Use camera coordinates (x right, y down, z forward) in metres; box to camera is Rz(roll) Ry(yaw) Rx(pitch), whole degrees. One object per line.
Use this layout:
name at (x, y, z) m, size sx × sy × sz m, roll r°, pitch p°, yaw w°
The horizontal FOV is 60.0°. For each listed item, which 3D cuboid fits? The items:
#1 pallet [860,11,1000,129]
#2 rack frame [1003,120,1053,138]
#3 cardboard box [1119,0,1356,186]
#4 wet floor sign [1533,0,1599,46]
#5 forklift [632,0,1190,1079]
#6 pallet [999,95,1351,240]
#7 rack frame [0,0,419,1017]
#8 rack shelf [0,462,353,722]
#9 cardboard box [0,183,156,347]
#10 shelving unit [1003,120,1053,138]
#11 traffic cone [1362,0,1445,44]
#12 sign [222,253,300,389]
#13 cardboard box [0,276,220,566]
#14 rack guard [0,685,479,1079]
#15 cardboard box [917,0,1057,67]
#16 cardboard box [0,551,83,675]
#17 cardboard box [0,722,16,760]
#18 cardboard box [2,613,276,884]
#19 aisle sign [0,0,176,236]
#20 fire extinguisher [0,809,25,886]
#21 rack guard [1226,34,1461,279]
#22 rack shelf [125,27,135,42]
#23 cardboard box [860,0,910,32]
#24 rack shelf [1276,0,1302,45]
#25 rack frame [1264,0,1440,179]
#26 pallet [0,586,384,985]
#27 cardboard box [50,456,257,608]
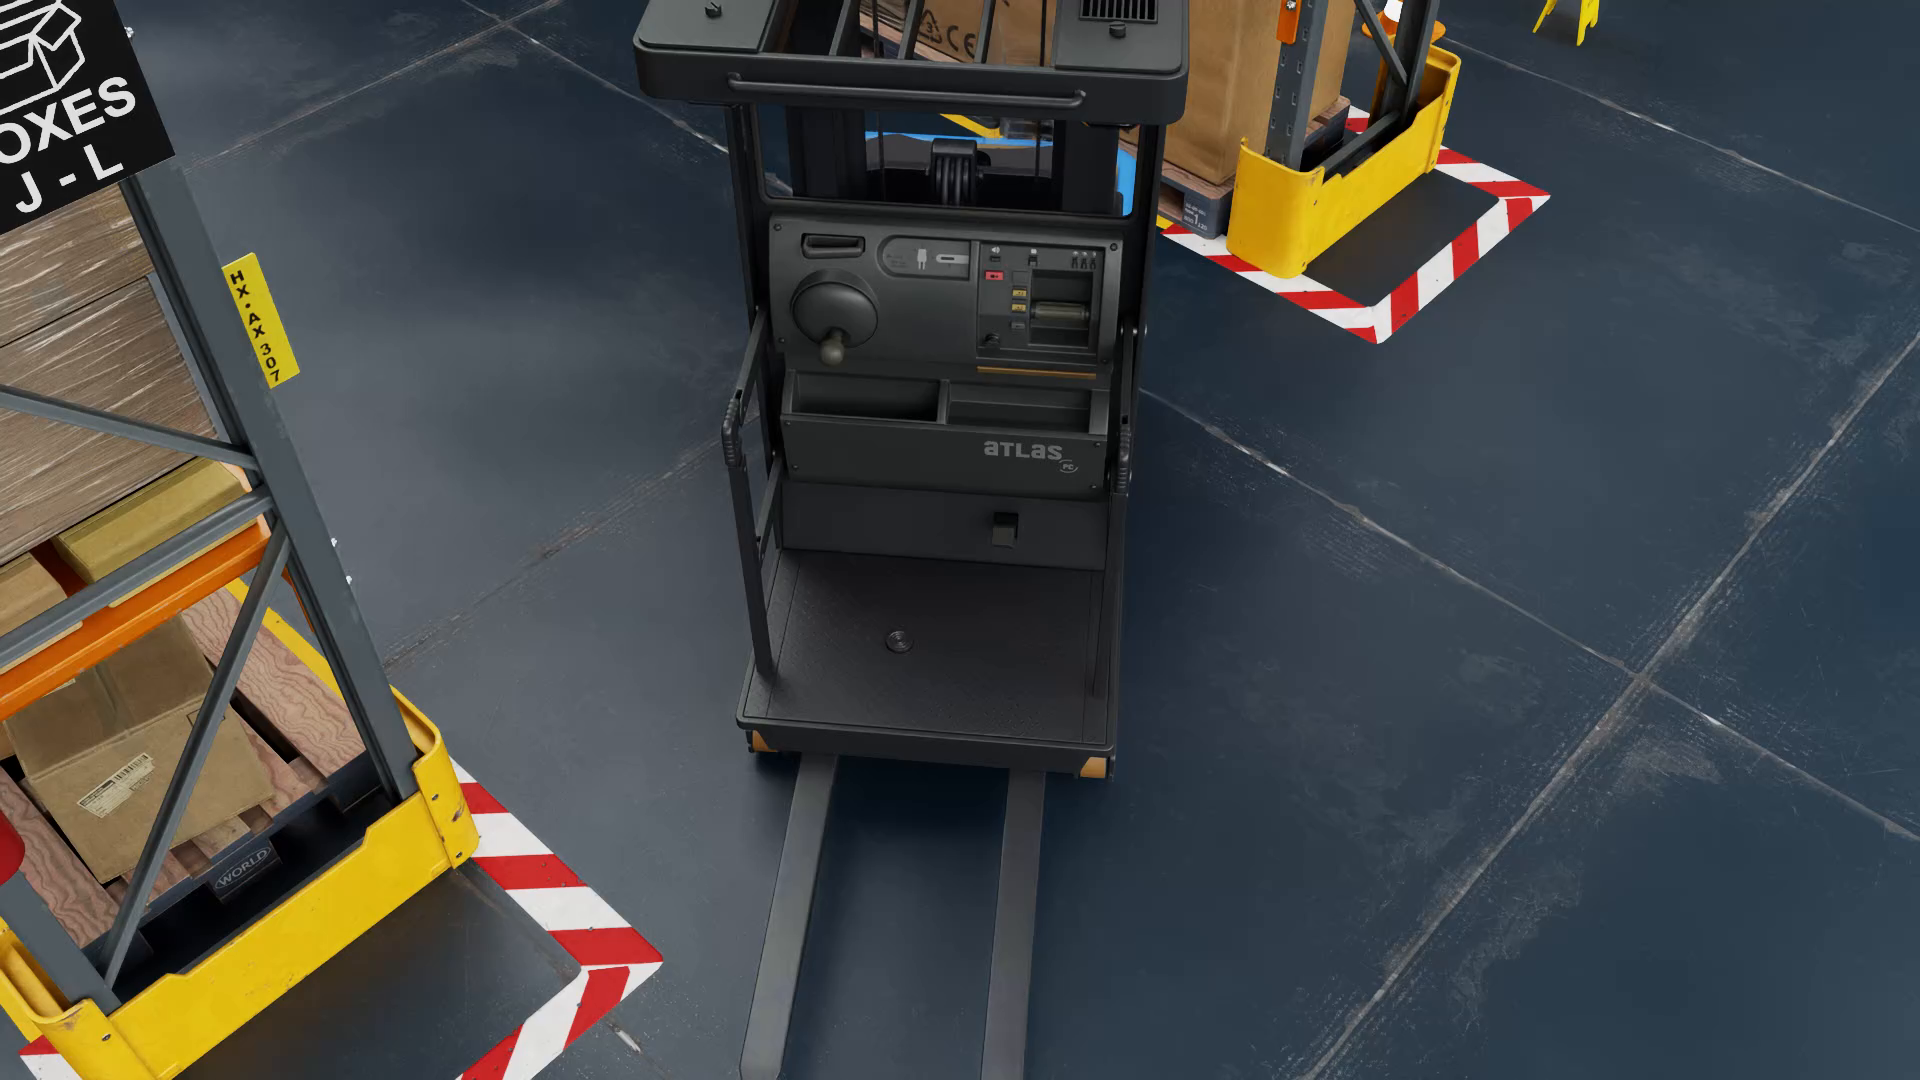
pallet at (0.046, -2.478, 7.932) m, size 1.213 × 0.211 × 1.003 m, roll 34°, pitch 55°, yaw 28°
rack frame at (0.248, -1.385, 6.772) m, size 0.240 × 0.006 × 1.200 m, roll 6°, pitch 45°, yaw 3°
cardboard box at (1.036, -2.192, 6.920) m, size 0.875 × 0.875 × 0.875 m, roll 34°, pitch 56°, yaw 28°
wet floor sign at (2.943, -2.716, 7.858) m, size 0.232 × 0.644 × 0.267 m, roll 25°, pitch 52°, yaw 22°
forklift at (-0.061, -0.546, 4.252) m, size 1.130 × 2.935 × 3.031 m, roll 4°, pitch 47°, yaw 4°
pallet at (0.938, -1.875, 7.366) m, size 1.213 × 0.211 × 1.003 m, roll 34°, pitch 55°, yaw 28°
rack frame at (-1.859, 0.131, 3.569) m, size 0.127 × 3.000 × 1.000 m, roll 34°, pitch 55°, yaw 28°
rack shelf at (-3.329, -0.611, 4.760) m, size 4.000 × 0.370 × 1.077 m, roll 34°, pitch 55°, yaw 28°
cardboard box at (-2.079, -0.765, 3.452) m, size 0.500 × 0.500 × 0.500 m, roll 34°, pitch 55°, yaw 28°
shelving unit at (0.245, -1.320, 6.837) m, size 0.258 × 0.189 × 1.200 m, roll 6°, pitch 45°, yaw 3°
traffic cone at (2.152, -2.631, 7.903) m, size 0.334 × 0.463 × 0.336 m, roll 34°, pitch 55°, yaw 28°
sign at (-1.492, -0.456, 3.527) m, size 0.005 × 0.325 × 0.100 m, roll 34°, pitch 55°, yaw 28°
cardboard box at (-2.245, -0.291, 3.693) m, size 0.500 × 0.500 × 0.875 m, roll 34°, pitch 55°, yaw 28°
rack guard at (-1.915, 0.949, 4.516) m, size 0.348 × 0.500 × 1.175 m, roll 34°, pitch 55°, yaw 28°
cardboard box at (0.388, -2.626, 7.328) m, size 0.875 × 0.875 × 0.875 m, roll 33°, pitch 55°, yaw 27°
cardboard box at (-2.209, 0.187, 3.689) m, size 0.250 × 0.149 × 0.380 m, roll 34°, pitch 55°, yaw 28°
cardboard box at (-2.770, 0.248, 4.886) m, size 0.500 × 0.500 × 0.500 m, roll -25°, pitch 52°, yaw -21°
cardboard box at (-2.307, 0.525, 4.626) m, size 0.500 × 0.500 × 0.500 m, roll -28°, pitch 53°, yaw -24°
aisle sign at (-1.610, -0.889, 2.744) m, size 0.004 × 0.787 × 0.394 m, roll 34°, pitch 55°, yaw 28°
fire extinguisher at (-2.088, 0.461, 3.312) m, size 0.183 × 0.674 × 0.296 m, roll 34°, pitch 55°, yaw 28°
rack guard at (1.596, -1.608, 6.917) m, size 0.348 × 0.500 × 1.175 m, roll 34°, pitch 55°, yaw 28°
rack shelf at (-3.329, -1.638, 3.666) m, size 4.000 × 0.370 × 1.077 m, roll 34°, pitch 55°, yaw 28°
cardboard box at (-0.281, -3.078, 7.752) m, size 0.875 × 0.875 × 0.875 m, roll 34°, pitch 56°, yaw 28°
rack shelf at (0.109, -3.219, 7.208) m, size 4.000 × 0.370 × 1.077 m, roll 34°, pitch 55°, yaw 28°
rack frame at (1.579, -2.476, 6.017) m, size 0.127 × 3.000 × 1.000 m, roll 34°, pitch 55°, yaw 28°
pallet at (-2.488, 0.628, 5.016) m, size 1.213 × 0.211 × 1.003 m, roll 34°, pitch 55°, yaw 28°
cardboard box at (-1.907, -0.051, 3.913) m, size 0.250 × 0.149 × 0.380 m, roll 34°, pitch 55°, yaw 28°
